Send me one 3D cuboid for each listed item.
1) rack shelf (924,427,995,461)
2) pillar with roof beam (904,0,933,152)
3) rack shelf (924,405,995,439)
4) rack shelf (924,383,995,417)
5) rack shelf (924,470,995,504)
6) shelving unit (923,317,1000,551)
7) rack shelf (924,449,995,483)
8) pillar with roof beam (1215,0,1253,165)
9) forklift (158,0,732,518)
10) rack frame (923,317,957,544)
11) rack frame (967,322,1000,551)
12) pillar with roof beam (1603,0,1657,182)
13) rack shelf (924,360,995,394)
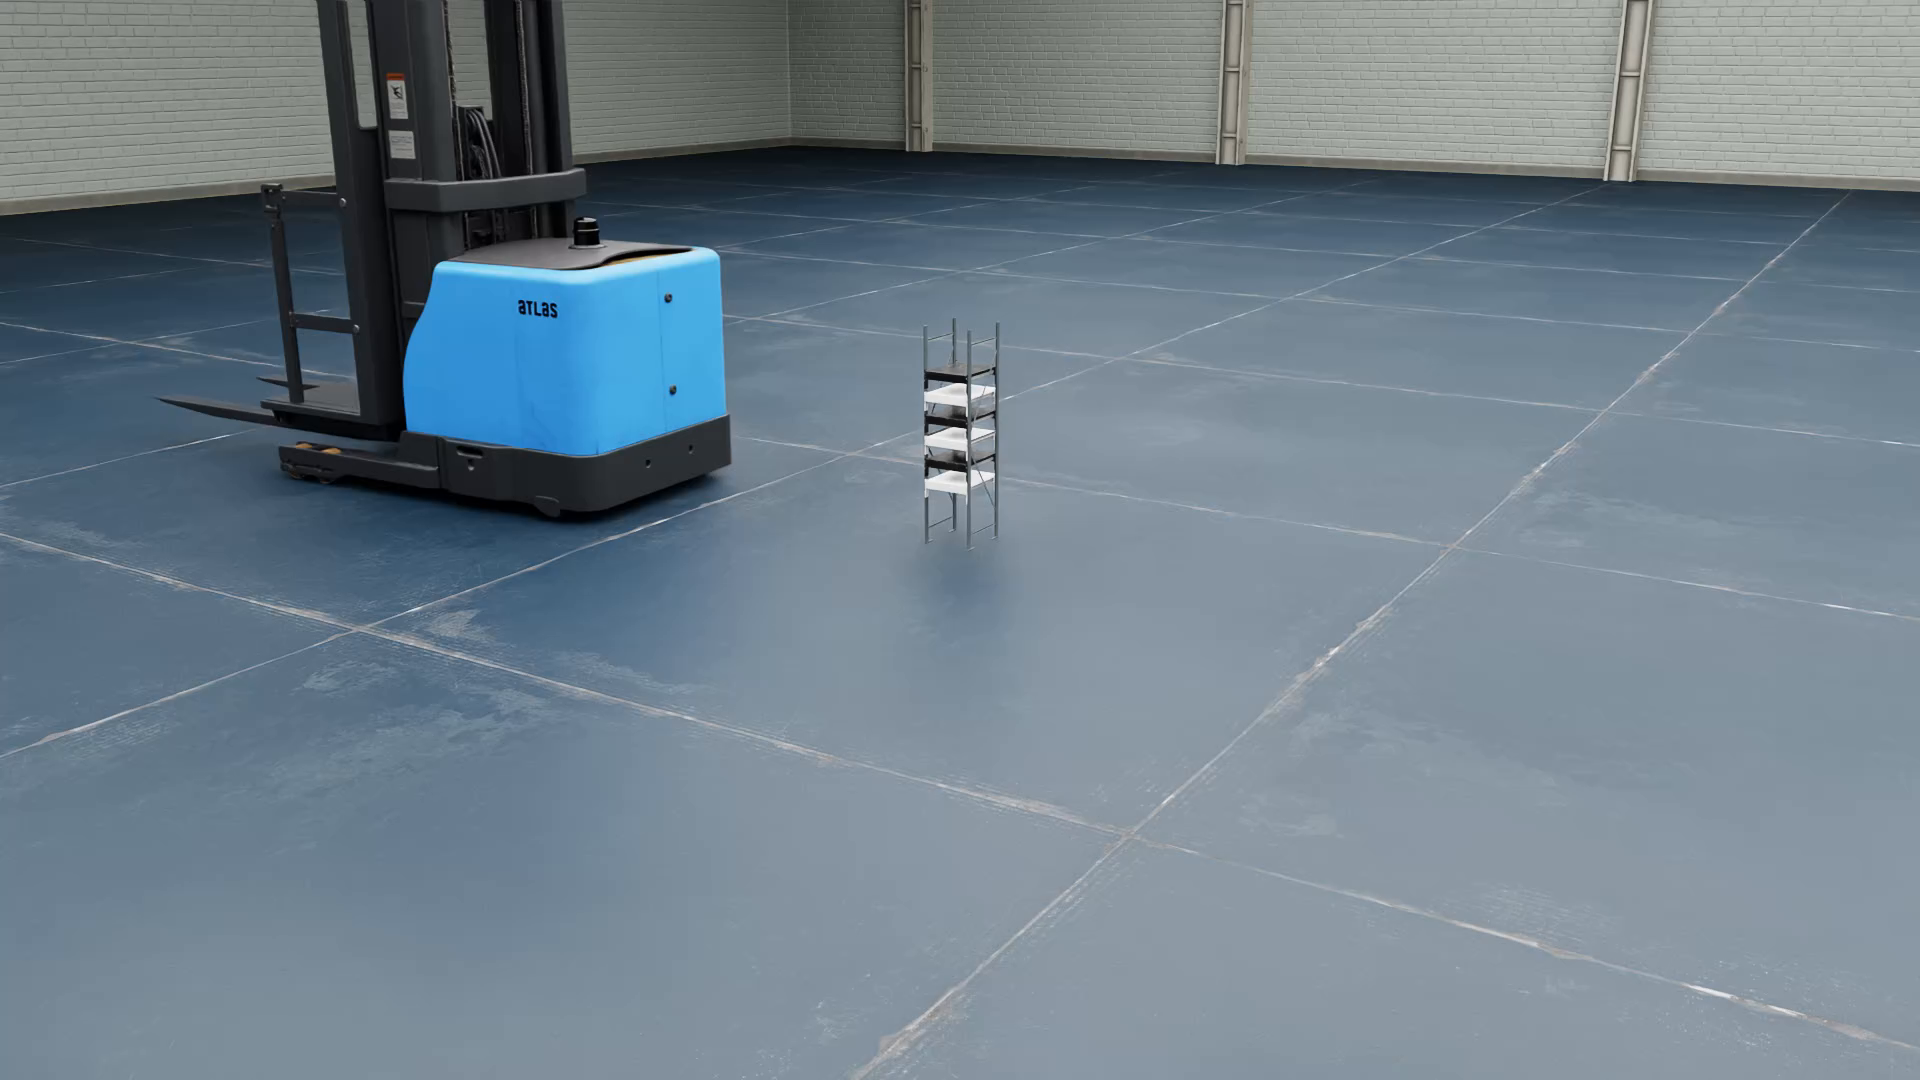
[{"bbox_3d":[0.007,-0.397,6.756,0.200,0.077,0.258,10,20,30],"label":"rack shelf"},{"bbox_3d":[-2.984,-10.244,25.123,0.400,9.000,9.100,10,20,30],"label":"pillar with roof beam"},{"bbox_3d":[0.007,-0.484,6.730,0.200,0.077,0.258,10,20,30],"label":"rack shelf"},{"bbox_3d":[0.007,-0.570,6.704,0.200,0.077,0.258,10,20,30],"label":"rack shelf"},{"bbox_3d":[0.007,-0.225,6.808,0.200,0.077,0.258,10,20,30],"label":"rack shelf"},{"bbox_3d":[0.007,-0.429,6.746,0.210,0.900,0.258,10,20,30],"label":"shelving unit"},{"bbox_3d":[0.007,-0.311,6.782,0.200,0.077,0.258,10,20,30],"label":"rack shelf"},{"bbox_3d":[2.128,-9.331,22.118,0.400,9.000,9.100,10,20,30],"label":"pillar with roof beam"},{"bbox_3d":[-2.616,-1.786,7.719,3.031,2.935,1.130,9,19,28],"label":"forklift"},{"bbox_3d":[-0.080,-0.445,6.797,0.006,0.900,0.240,10,20,30],"label":"rack frame"},{"bbox_3d":[0.094,-0.414,6.695,0.006,0.900,0.240,10,20,30],"label":"rack frame"},{"bbox_3d":[7.241,-8.419,19.114,0.400,9.000,9.100,10,20,30],"label":"pillar with roof beam"},{"bbox_3d":[0.007,-0.656,6.678,0.200,0.077,0.258,10,20,30],"label":"rack shelf"}]
